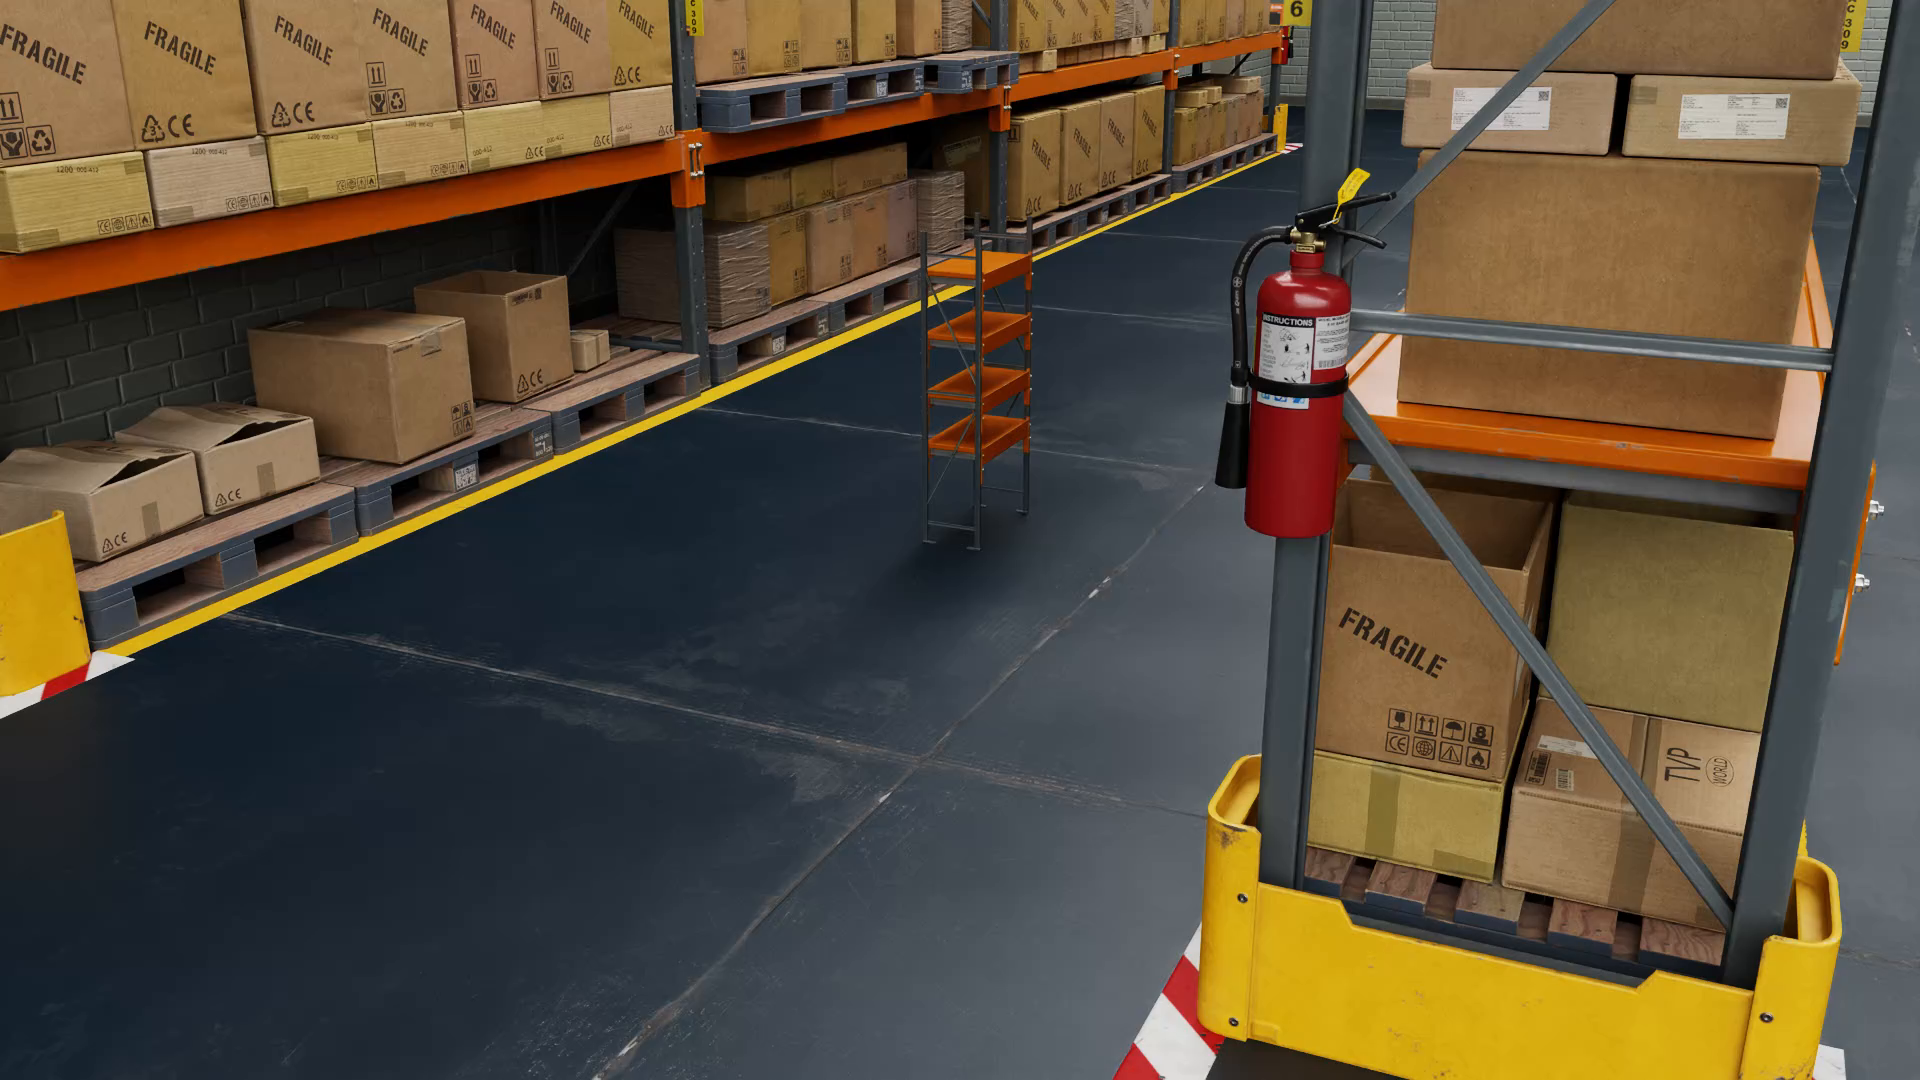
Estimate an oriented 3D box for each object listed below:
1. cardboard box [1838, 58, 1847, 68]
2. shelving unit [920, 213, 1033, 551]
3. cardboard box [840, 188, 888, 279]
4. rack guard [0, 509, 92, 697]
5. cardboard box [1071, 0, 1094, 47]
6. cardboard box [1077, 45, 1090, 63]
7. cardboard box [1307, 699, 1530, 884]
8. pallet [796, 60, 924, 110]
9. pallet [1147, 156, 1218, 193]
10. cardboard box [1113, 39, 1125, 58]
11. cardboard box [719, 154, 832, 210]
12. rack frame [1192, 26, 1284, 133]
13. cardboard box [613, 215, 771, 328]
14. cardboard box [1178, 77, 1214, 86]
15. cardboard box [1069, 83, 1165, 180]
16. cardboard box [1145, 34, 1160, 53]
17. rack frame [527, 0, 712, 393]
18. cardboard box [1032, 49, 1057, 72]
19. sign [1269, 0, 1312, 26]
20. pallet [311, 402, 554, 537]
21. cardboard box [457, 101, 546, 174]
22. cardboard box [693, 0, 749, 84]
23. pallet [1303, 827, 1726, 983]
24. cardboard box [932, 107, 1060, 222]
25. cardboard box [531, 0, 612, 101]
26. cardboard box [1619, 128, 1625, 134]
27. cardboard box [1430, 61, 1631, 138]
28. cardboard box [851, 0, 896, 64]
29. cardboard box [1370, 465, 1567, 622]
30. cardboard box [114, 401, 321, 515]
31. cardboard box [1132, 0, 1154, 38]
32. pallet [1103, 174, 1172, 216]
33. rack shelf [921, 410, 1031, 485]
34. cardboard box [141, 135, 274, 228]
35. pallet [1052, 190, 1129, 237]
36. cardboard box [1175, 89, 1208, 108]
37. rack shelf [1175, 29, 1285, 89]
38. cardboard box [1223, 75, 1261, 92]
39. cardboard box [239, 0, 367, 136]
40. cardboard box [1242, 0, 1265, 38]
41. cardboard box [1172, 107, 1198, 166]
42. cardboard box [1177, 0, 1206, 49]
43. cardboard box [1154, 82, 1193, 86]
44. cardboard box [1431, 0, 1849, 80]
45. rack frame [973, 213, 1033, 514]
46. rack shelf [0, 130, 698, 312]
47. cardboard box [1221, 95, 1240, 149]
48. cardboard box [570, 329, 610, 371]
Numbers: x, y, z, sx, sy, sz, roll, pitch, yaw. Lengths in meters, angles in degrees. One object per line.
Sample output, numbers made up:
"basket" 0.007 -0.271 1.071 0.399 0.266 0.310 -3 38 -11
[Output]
"cardboard box" 1.668 -0.955 3.560 0.380 0.149 0.250 9 21 23
"shelving unit" 0.068 -0.616 6.410 0.258 1.200 0.503 9 21 23
"cardboard box" -0.885 -1.984 10.644 0.700 0.500 0.500 8 21 22
"rack guard" -3.387 0.121 5.382 1.175 0.500 0.348 9 21 23
"cardboard box" 0.717 -4.099 12.896 0.500 0.500 0.500 8 21 22
"cardboard box" 0.822 -3.909 13.329 0.380 0.149 0.250 9 21 23
"cardboard box" 1.052 0.539 3.955 0.500 0.250 0.500 9 21 23
"pallet" -0.916 -2.778 10.089 1.003 0.211 1.213 9 21 23
"pallet" 1.878 -3.609 16.303 1.003 0.211 1.213 9 21 23
"cardboard box" 1.171 -4.143 13.986 0.380 0.149 0.250 9 21 23
"cardboard box" -1.108 -2.161 10.023 0.500 0.250 0.500 8 21 21
"rack frame" 3.133 -5.924 18.651 1.000 3.000 0.127 9 21 23
"cardboard box" -1.494 -1.513 9.320 0.700 0.500 0.500 9 22 25
"cardboard box" 2.497 -4.857 17.784 0.380 0.149 0.250 9 21 23
"cardboard box" 1.348 -3.670 14.893 0.750 0.750 0.750 9 21 23
"cardboard box" 1.533 -4.370 14.625 0.380 0.149 0.250 9 21 24
"rack frame" -1.781 -2.256 8.336 1.000 3.000 0.127 9 21 23
"cardboard box" 0.501 -3.584 12.415 0.380 0.149 0.250 9 22 24
"sign" 0.613 -1.090 2.977 0.100 0.325 0.005 9 21 23
"pallet" -2.522 -0.358 7.160 1.003 0.211 1.213 9 21 23
"cardboard box" -2.102 -1.701 6.970 0.500 0.250 0.500 8 21 22
"cardboard box" -1.541 -2.661 8.670 0.700 0.500 0.500 9 21 23
"pallet" 1.377 0.720 4.130 1.003 0.211 1.213 9 21 23
"cardboard box" 0.278 -2.871 12.645 0.750 0.750 0.750 8 21 22
"cardboard box" -1.891 -2.208 7.275 0.500 0.500 0.500 8 21 22
"cardboard box" 1.516 -0.704 3.822 0.700 0.500 0.500 9 22 24
"cardboard box" 1.191 -0.931 3.491 0.380 0.149 0.250 9 22 24
"cardboard box" -0.816 -3.204 10.196 0.700 0.500 0.500 9 21 23
"cardboard box" 1.446 -0.123 4.695 0.500 0.500 0.500 9 21 23
"cardboard box" -2.820 -0.347 6.324 0.500 0.311 0.500 11 22 27
"cardboard box" 1.336 -4.565 14.206 0.500 0.500 0.500 9 21 23
"pallet" 1.248 -3.141 14.987 1.003 0.211 1.213 9 21 23
"rack shelf" 0.068 -0.365 6.499 0.258 0.148 0.480 9 21 23
"cardboard box" -2.729 -1.238 5.668 0.500 0.250 0.500 8 21 21
"pallet" 0.750 -2.767 13.935 1.003 0.211 1.213 9 21 23
"cardboard box" 2.202 -4.321 16.279 0.380 0.149 0.250 9 22 25
"rack shelf" 2.314 -4.974 17.052 1.077 0.370 4.000 9 21 23
"cardboard box" 3.052 -4.958 18.069 0.380 0.149 0.250 8 21 22
"cardboard box" -2.520 -1.737 5.951 0.500 0.500 0.500 8 21 21
"cardboard box" 2.646 -5.684 17.528 0.980 0.700 0.700 8 21 22
"cardboard box" 1.895 -3.936 16.164 0.700 0.500 0.500 9 21 23
"cardboard box" 1.732 -5.006 15.622 0.980 0.700 0.700 9 21 24
"cardboard box" 2.185 -4.623 17.127 0.380 0.149 0.250 8 21 22
"cardboard box" 1.327 -1.170 3.197 0.700 0.500 0.500 9 21 23
"rack frame" 0.168 -0.691 6.620 0.240 1.200 0.015 9 21 23
"rack shelf" -2.600 -1.306 6.737 1.077 0.370 4.000 9 21 23
"cardboard box" 2.528 -4.410 17.496 0.700 0.500 0.500 8 21 21
"cardboard box" -1.972 -0.961 8.265 0.380 0.166 0.250 6 20 16
